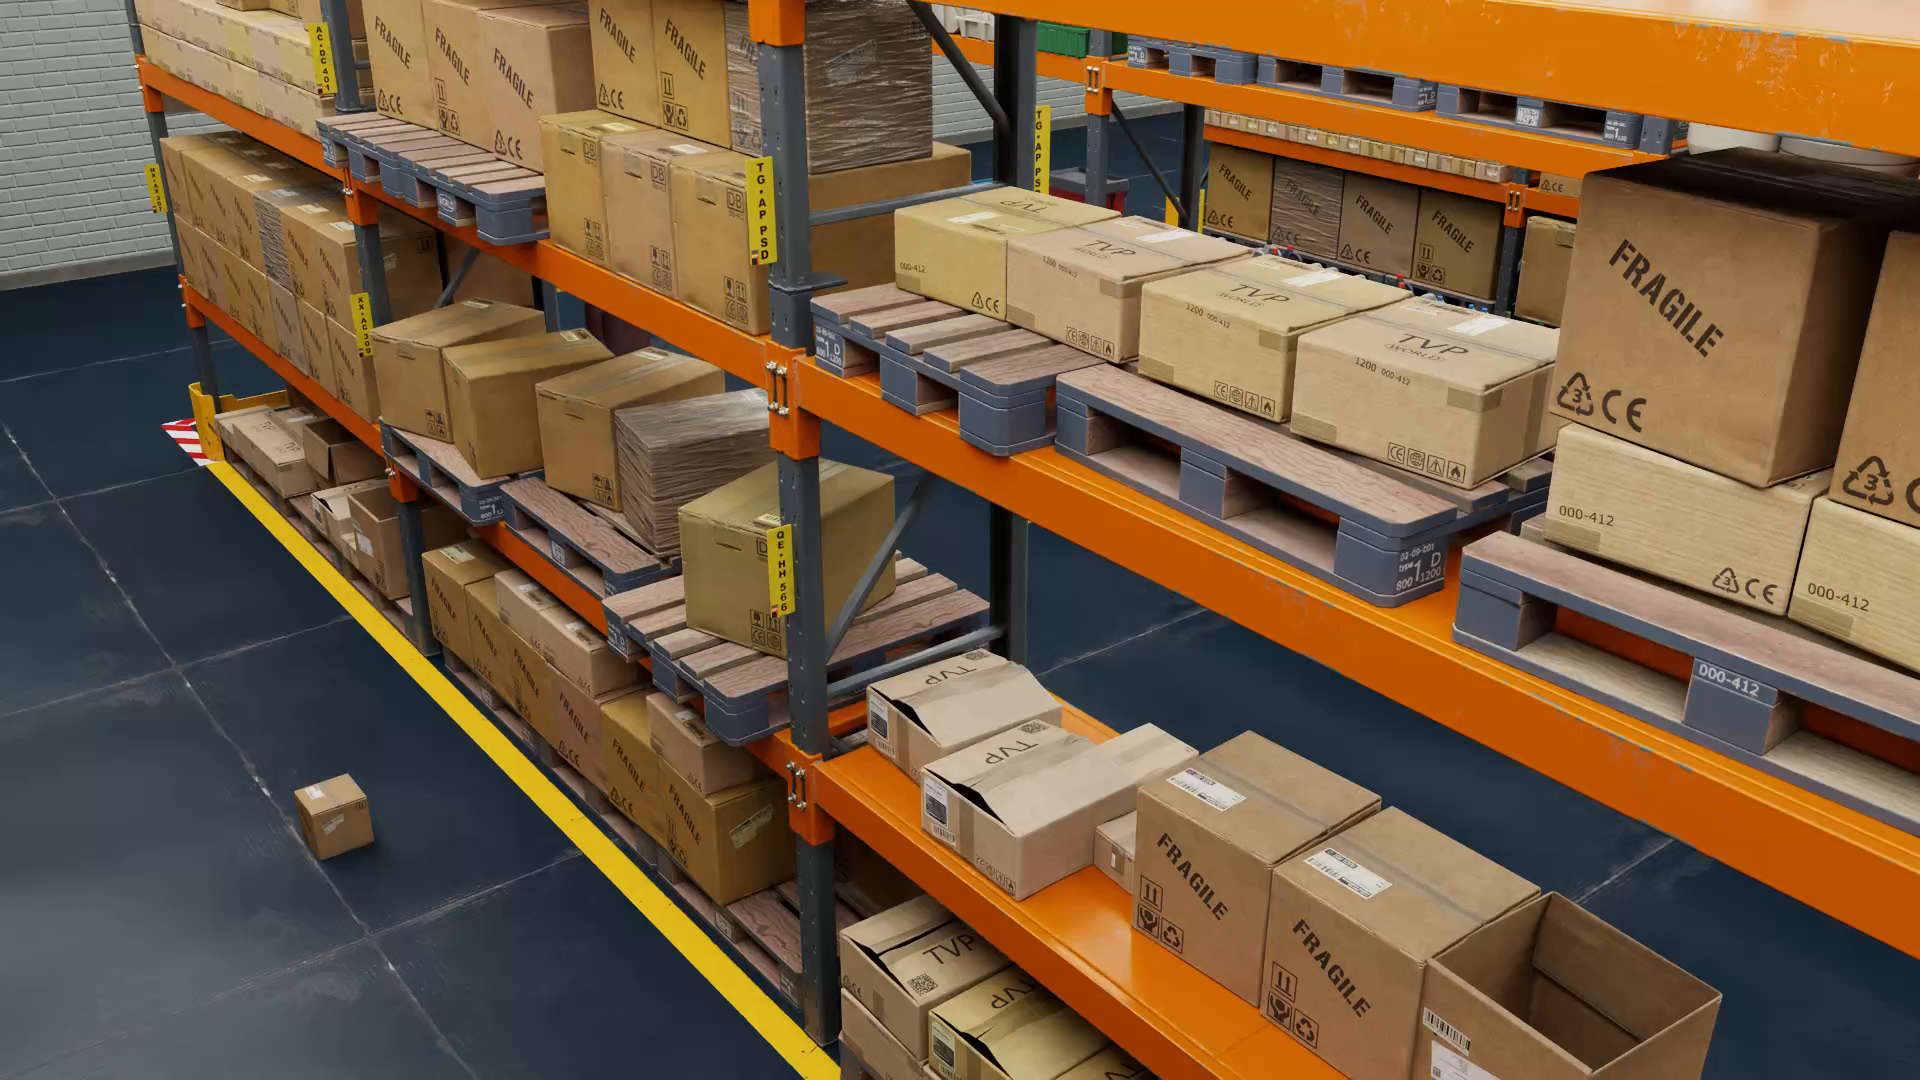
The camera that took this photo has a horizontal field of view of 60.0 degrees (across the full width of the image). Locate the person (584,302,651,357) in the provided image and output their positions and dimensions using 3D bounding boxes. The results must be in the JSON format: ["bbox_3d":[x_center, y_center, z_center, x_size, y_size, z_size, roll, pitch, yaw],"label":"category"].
[{"bbox_3d":[-2.373,-1.323,11.528,0.564,1.807,0.504,-17,29,-33],"label":"person"}]
